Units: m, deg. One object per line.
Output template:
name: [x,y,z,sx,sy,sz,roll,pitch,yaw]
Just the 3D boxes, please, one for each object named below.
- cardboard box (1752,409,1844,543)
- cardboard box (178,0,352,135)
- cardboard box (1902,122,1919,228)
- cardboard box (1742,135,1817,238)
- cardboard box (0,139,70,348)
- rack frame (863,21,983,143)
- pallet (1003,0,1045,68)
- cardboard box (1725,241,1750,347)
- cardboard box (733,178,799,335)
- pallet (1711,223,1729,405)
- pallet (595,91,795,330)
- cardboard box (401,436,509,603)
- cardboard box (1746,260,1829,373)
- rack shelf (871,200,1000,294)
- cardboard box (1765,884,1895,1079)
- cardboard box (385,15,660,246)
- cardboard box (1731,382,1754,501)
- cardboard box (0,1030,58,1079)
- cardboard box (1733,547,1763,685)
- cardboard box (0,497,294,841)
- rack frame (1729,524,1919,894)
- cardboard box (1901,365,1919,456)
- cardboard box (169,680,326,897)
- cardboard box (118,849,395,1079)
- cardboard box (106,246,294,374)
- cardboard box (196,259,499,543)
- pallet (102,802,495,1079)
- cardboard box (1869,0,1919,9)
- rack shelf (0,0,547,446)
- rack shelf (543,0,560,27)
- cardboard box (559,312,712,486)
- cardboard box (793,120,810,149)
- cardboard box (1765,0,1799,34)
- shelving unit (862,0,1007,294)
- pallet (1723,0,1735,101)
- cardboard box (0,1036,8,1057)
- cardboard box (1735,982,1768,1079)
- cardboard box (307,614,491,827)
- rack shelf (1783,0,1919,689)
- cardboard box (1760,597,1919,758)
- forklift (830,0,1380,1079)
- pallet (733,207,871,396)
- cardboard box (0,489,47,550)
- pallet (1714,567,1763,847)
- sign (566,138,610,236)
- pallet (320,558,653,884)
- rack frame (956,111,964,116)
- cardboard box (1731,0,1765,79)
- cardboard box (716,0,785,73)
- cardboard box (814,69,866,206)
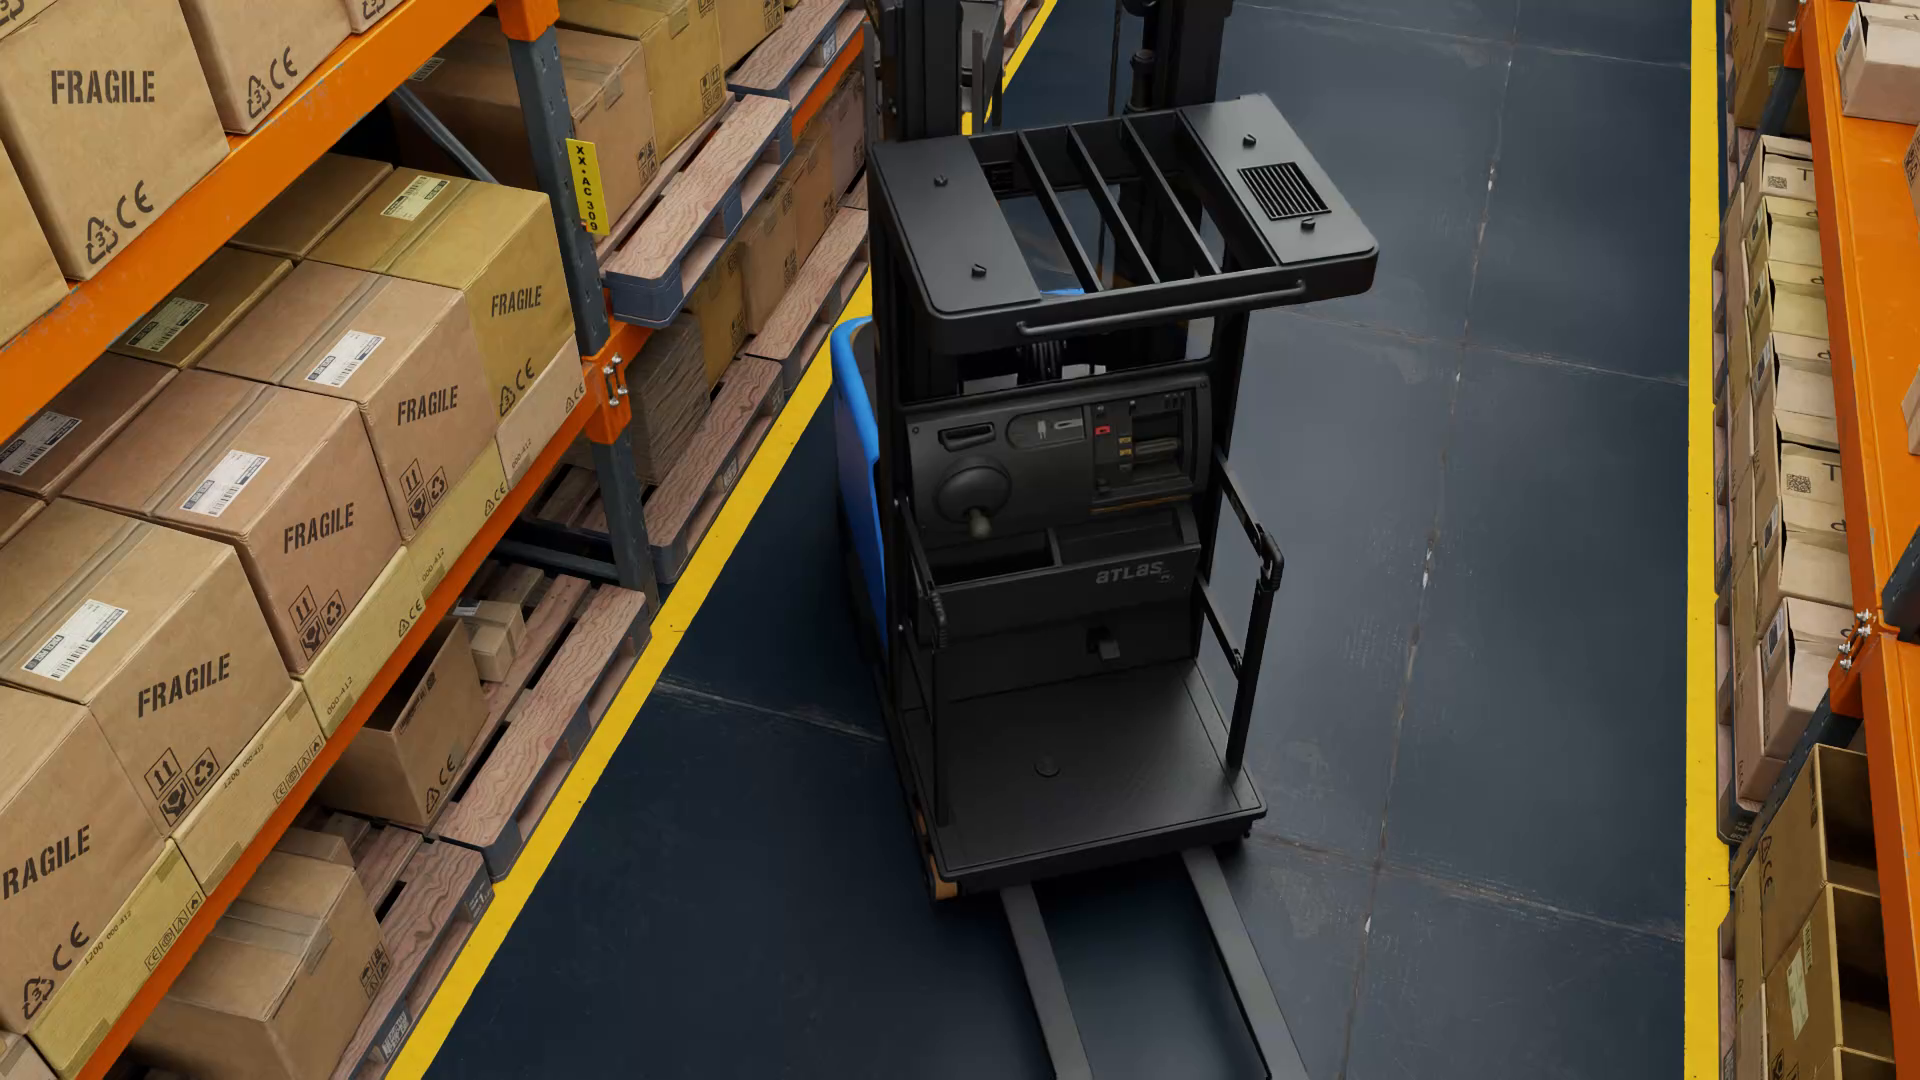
cardboard box: [3.217,-0.210,6.084,0.500,0.311,0.500,12,46,12]
cardboard box: [-1.742,-1.269,3.672,0.500,0.500,0.500,9,45,9]
cardboard box: [3.782,-1.411,5.976,0.500,0.500,0.500,10,45,10]
cardboard box: [3.836,-1.578,7.483,0.500,0.311,0.500,14,46,14]
cardboard box: [-2.039,-0.555,2.942,0.500,0.500,0.500,15,46,15]
rack frame: [-0.122,-0.938,6.208,0.400,2.100,0.015,6,45,6]
pallet: [-0.137,-3.057,9.723,1.003,0.211,1.213,13,46,13]
cardboard box: [3.684,-1.042,7.336,0.500,0.250,0.500,11,46,11]
cardboard box: [-1.151,-1.322,7.429,0.700,0.500,0.500,13,46,13]
pallet: [3.988,-0.960,7.580,1.003,0.211,1.213,13,46,13]
pallet: [-1.289,-1.288,6.058,1.003,0.211,1.213,13,46,13]
cardboard box: [-1.673,-0.121,4.822,0.500,0.250,0.500,13,46,13]
cardboard box: [3.528,-0.887,6.776,0.500,0.311,0.500,11,46,11]
rack shelf: [-0.084,-1.097,6.389,0.431,0.518,0.480,6,45,6]
cardboard box: [2.480,1.312,4.395,0.500,0.500,0.500,13,46,13]
cardboard box: [-1.473,-1.403,5.653,0.700,0.500,0.500,13,46,13]
cardboard box: [3.377,-0.353,6.631,0.500,0.250,0.500,13,46,13]
cardboard box: [-2.277,1.228,3.443,0.500,0.250,0.500,11,45,11]
cardboard box: [3.067,0.327,5.937,0.500,0.250,0.500,12,46,12]
cardboard box: [-1.973,0.296,3.860,0.500,0.500,0.500,14,46,14]
rack frame: [3.063,0.169,4.432,1.000,3.000,0.127,13,46,13]
cardboard box: [3.154,-0.408,5.118,0.396,0.266,0.258,12,46,12]
cardboard box: [-1.961,0.553,4.133,0.500,0.250,0.500,13,46,13]
cardboard box: [-2.133,1.224,4.827,0.700,0.500,0.500,10,45,10]
cardboard box: [-2.161,-0.486,4.659,0.500,0.500,0.500,12,46,12]
cardboard box: [-1.653,-0.385,4.555,0.500,0.500,0.500,12,46,12]
pallet: [-2.197,1.390,5.178,1.003,0.211,1.213,13,46,13]
cardboard box: [4.123,-2.232,6.950,0.500,0.311,0.500,15,46,15]
rack shelf: [-2.265,-0.359,3.342,1.077,0.370,4.000,13,46,13]
rack shelf: [-1.054,-3.026,6.067,1.077,0.370,4.000,13,46,13]
cardboard box: [-1.452,-0.636,6.727,0.700,0.500,0.500,14,46,14]
cardboard box: [-1.000,-1.874,7.457,0.500,0.250,0.500,12,46,12]
cardboard box: [4.347,-2.740,8.342,0.500,0.250,0.500,14,46,14]
shelving unit: [-0.084,-1.107,6.380,0.431,2.100,0.503,6,45,6]
pallet: [4.908,-2.801,9.461,1.003,0.211,1.213,13,46,13]
cardboard box: [-2.280,0.985,3.155,0.500,0.500,0.500,13,46,13]
cardboard box: [2.477,1.579,4.657,0.500,0.250,0.500,13,46,13]
cardboard box: [-1.935,0.559,5.507,0.500,0.500,0.500,9,45,9]
rack shelf: [3.669,-0.907,6.046,1.077,0.370,4.000,13,46,13]
cardboard box: [2.912,0.471,5.389,0.500,0.311,0.500,13,46,13]
forklift: [0.357,-0.156,4.814,1.130,2.935,3.031,-10,45,-10]
pallet: [-1.057,-1.216,7.842,1.003,0.211,1.213,13,46,13]
cardboard box: [-2.464,0.193,3.965,0.500,0.500,0.500,13,46,13]
pallet: [3.249,0.666,5.918,1.003,0.211,1.213,13,46,13]
sign: [-1.140,-1.077,5.087,0.100,0.325,0.005,13,46,13]
pallet: [-1.829,0.574,6.012,1.003,0.211,1.213,13,46,13]
rack frame: [-0.448,-3.544,8.227,1.000,3.000,0.127,13,46,13]
cardboard box: [4.491,-2.779,8.918,0.500,0.500,0.500,11,45,11]
cardboard box: [-1.127,-2.219,6.487,0.700,0.500,0.500,19,47,18]
cardboard box: [-0.883,-1.998,8.120,0.700,0.500,0.500,12,46,12]
